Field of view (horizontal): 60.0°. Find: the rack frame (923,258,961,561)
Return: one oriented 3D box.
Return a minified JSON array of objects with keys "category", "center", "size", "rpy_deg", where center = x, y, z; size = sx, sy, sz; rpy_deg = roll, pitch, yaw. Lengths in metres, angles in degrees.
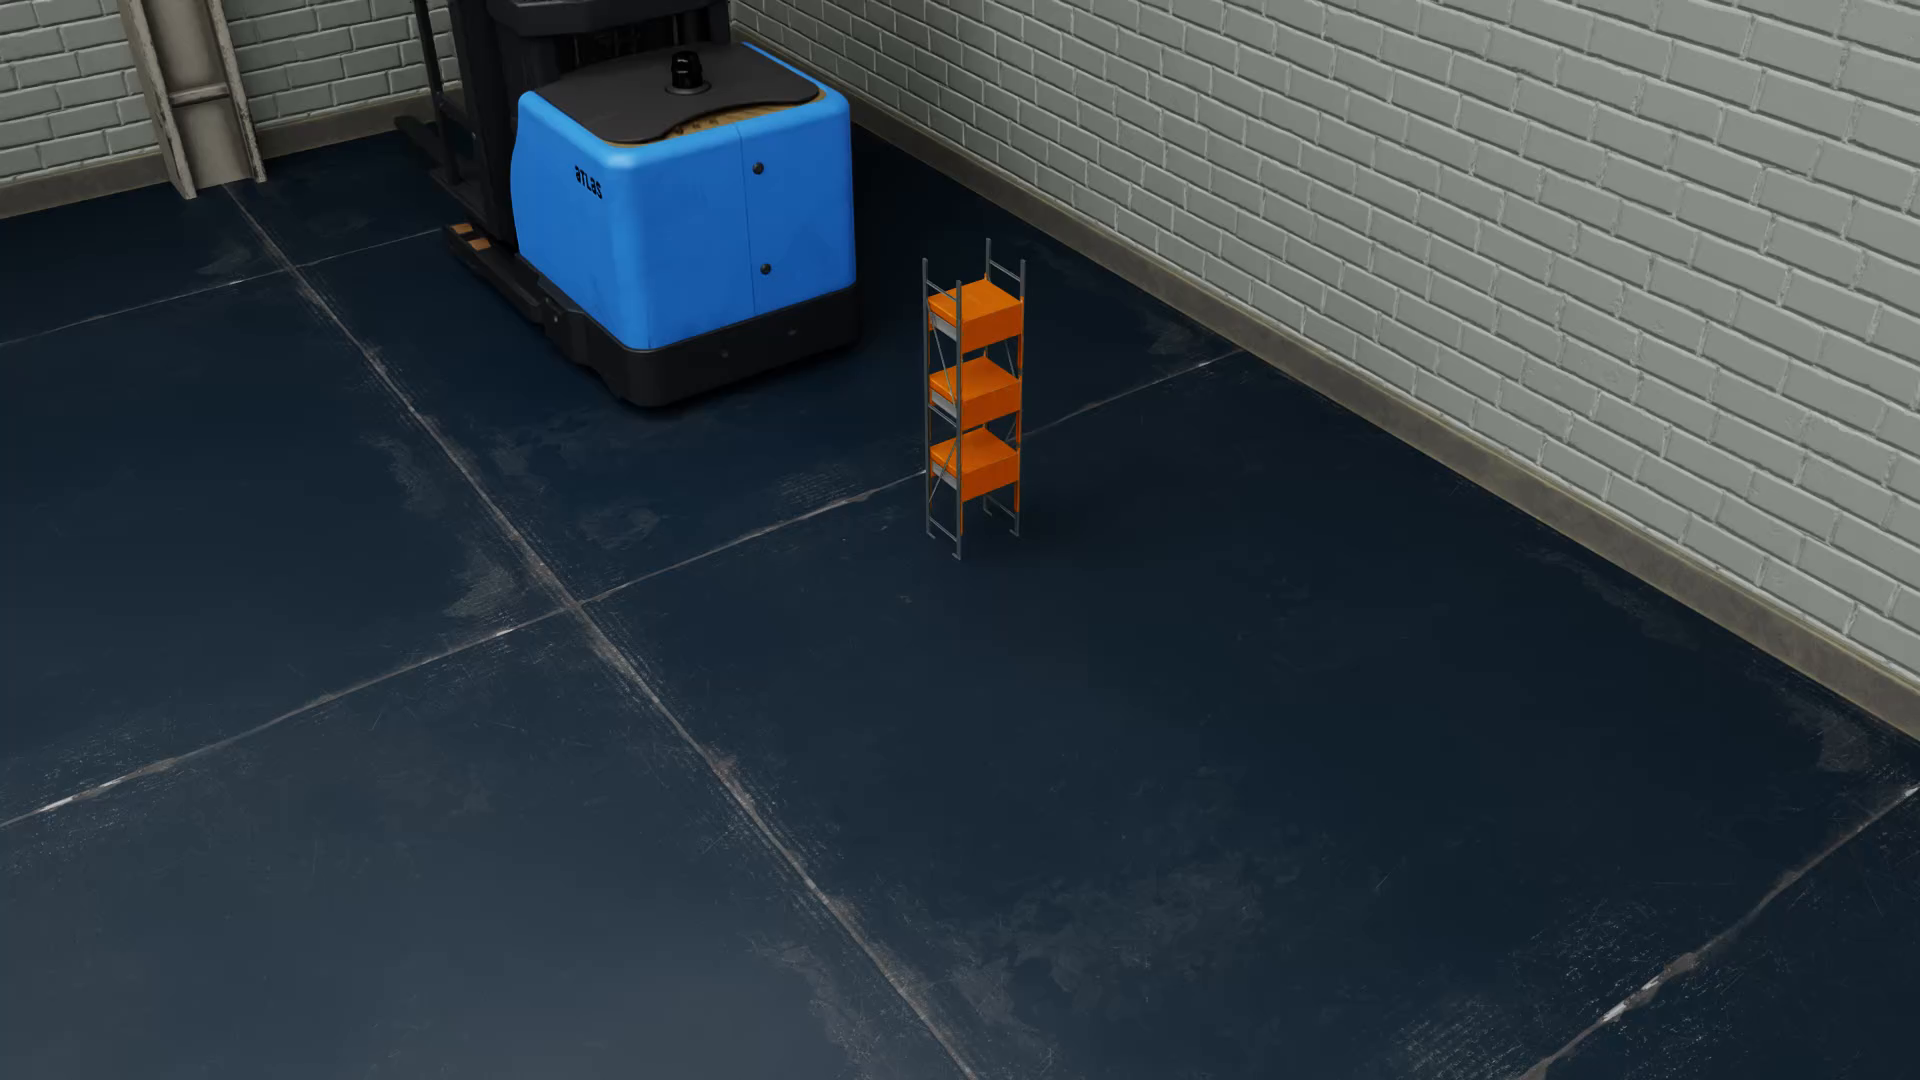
[{"category":"rack frame","center":[-0.056,-0.403,5.411],"size":[0.008,1.050,0.200],"rpy_deg":[-22,41,-28]}]

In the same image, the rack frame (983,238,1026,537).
[{"category":"rack frame","center":[0.143,-0.485,5.526],"size":[0.008,1.050,0.200],"rpy_deg":[-22,41,-28]}]

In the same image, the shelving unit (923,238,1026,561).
[{"category":"shelving unit","center":[0.044,-0.444,5.468],"size":[0.252,1.050,0.215],"rpy_deg":[-22,41,-28]}]

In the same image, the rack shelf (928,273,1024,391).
[{"category":"rack shelf","center":[0.044,-0.666,5.309],"size":[0.240,0.259,0.215],"rpy_deg":[-22,41,-28]}]

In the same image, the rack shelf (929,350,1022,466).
[{"category":"rack shelf","center":[0.044,-0.436,5.475],"size":[0.240,0.259,0.215],"rpy_deg":[-22,41,-28]}]

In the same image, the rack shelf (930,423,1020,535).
[{"category":"rack shelf","center":[0.044,-0.210,5.637],"size":[0.240,0.259,0.215],"rpy_deg":[-22,41,-28]}]

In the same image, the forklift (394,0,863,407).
[{"category":"forklift","center":[-1.667,-2.509,6.728],"size":[1.130,2.935,3.031],"rpy_deg":[-23,42,-28]}]

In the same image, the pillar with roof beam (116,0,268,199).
[{"category":"pillar with roof beam","center":[-1.190,-3.384,2.748],"size":[0.400,9.000,9.100],"rpy_deg":[-22,41,-28]}]
